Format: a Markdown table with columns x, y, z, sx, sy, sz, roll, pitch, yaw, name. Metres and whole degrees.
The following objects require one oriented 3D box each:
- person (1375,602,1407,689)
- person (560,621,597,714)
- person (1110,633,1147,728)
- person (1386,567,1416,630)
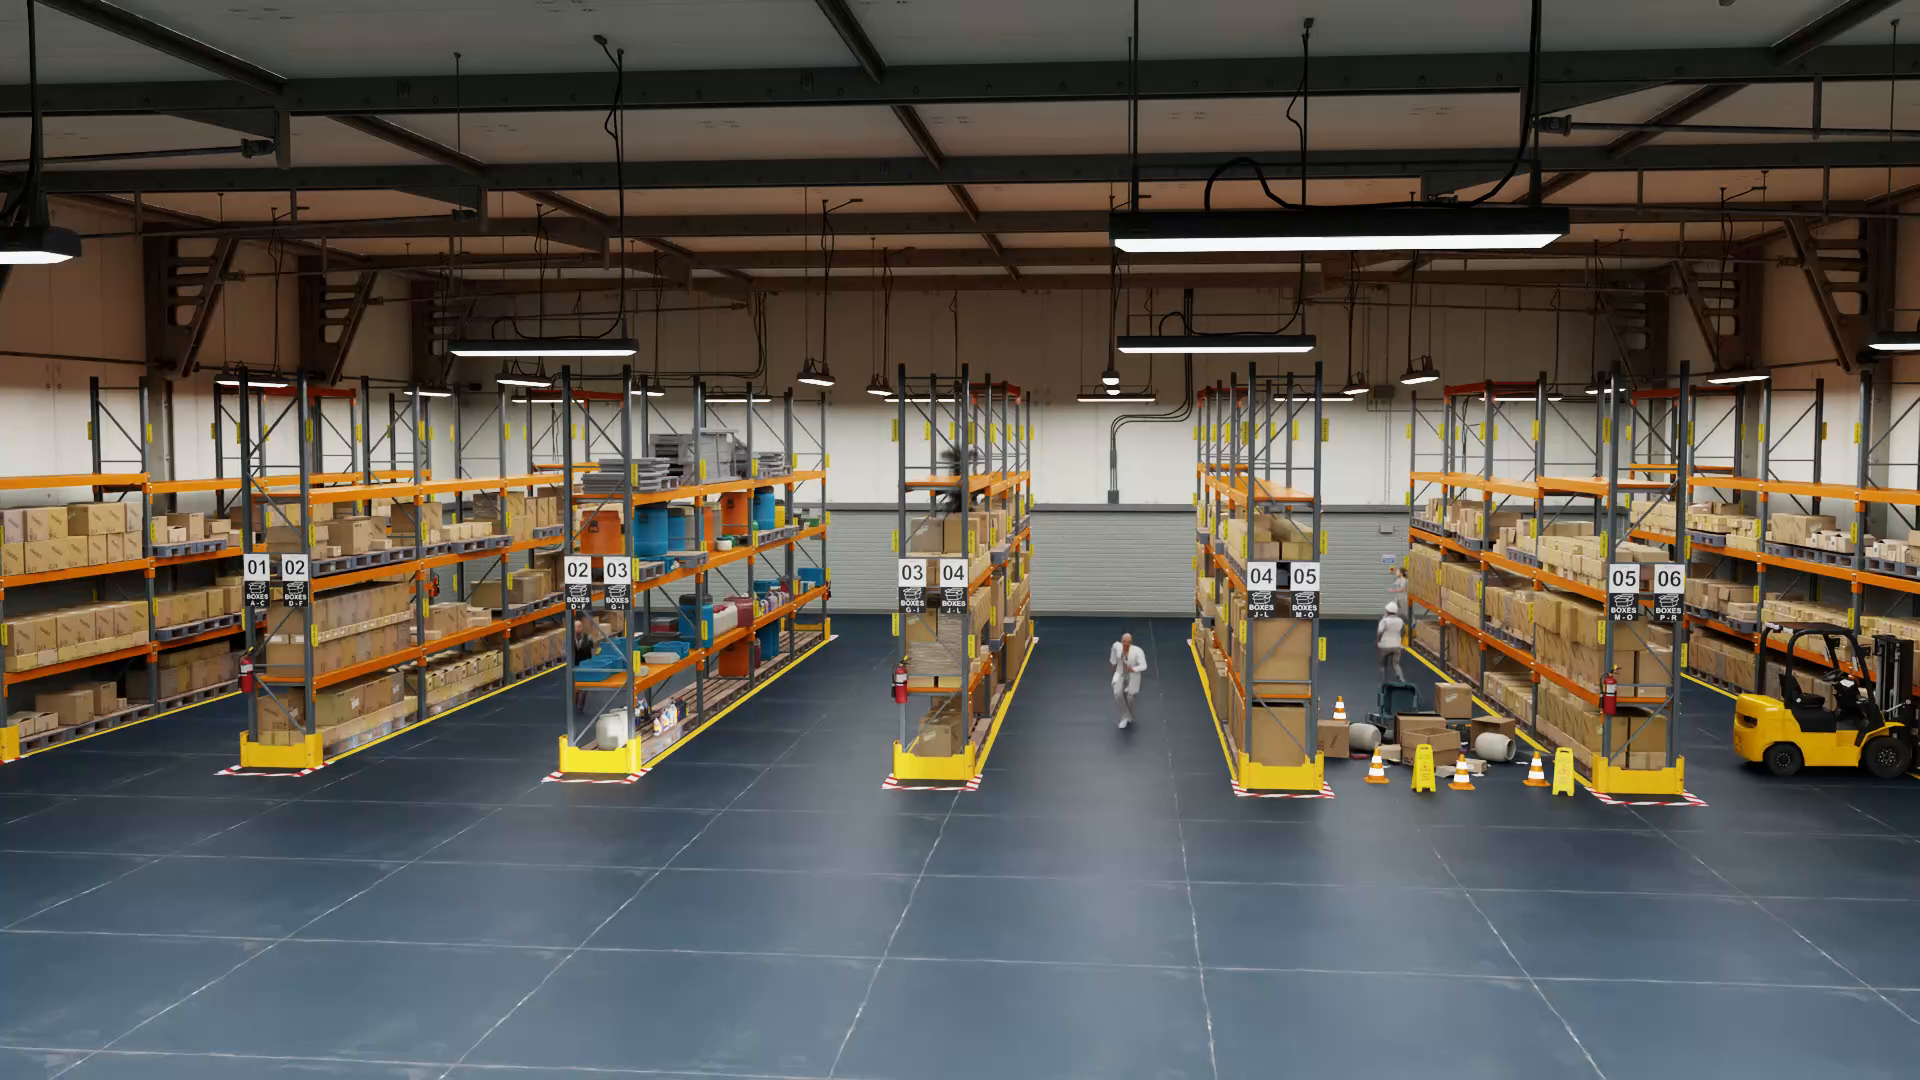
| x | y | z | sx | sy | sz | roll | pitch | yaw | name |
| --- | --- | --- | --- | --- | --- | --- | --- | --- | --- |
| 8.299 | 2.065 | 32.055 | 0.653 | 1.749 | 0.905 | 0 | 4 | -5 | person |
| -6.831 | 2.267 | 29.791 | 0.654 | 1.675 | 0.758 | -1 | 4 | -8 | person |
| 2.872 | 2.355 | 28.376 | 0.703 | 1.609 | 1.192 | 1 | 4 | 15 | person |
| 10.938 | 1.525 | 41.151 | 0.840 | 1.722 | 0.543 | 0 | 4 | -6 | person |
